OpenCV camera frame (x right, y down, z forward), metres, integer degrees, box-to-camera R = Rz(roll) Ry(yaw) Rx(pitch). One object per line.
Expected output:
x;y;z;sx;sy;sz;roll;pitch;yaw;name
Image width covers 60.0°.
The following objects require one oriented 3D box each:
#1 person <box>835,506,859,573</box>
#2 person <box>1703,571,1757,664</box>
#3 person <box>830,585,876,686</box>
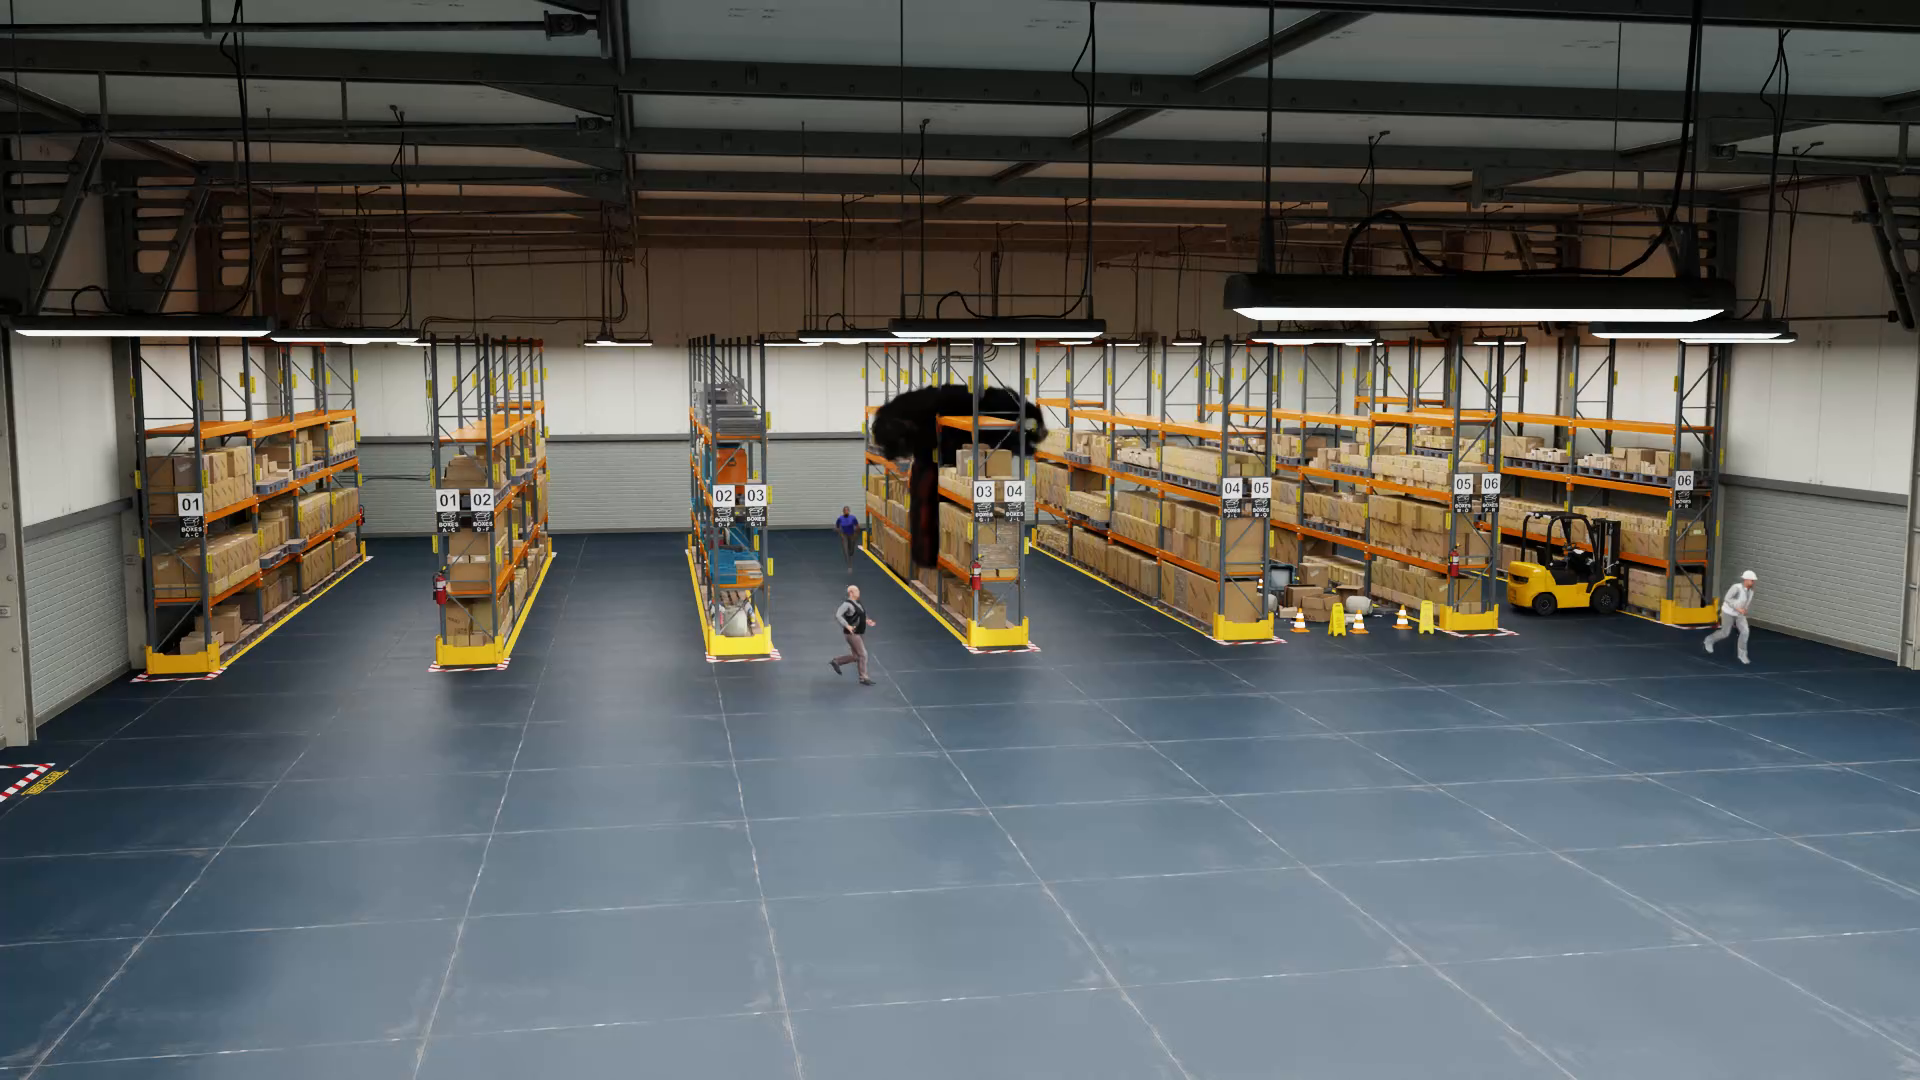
-2.785;-0.033;41.006;0.572;1.637;0.769;-1;7;-9;person
14.252;1.384;30.739;0.696;1.731;1.045;-4;8;-30;person
-1.848;1.630;28.490;0.872;1.718;0.663;2;7;17;person
